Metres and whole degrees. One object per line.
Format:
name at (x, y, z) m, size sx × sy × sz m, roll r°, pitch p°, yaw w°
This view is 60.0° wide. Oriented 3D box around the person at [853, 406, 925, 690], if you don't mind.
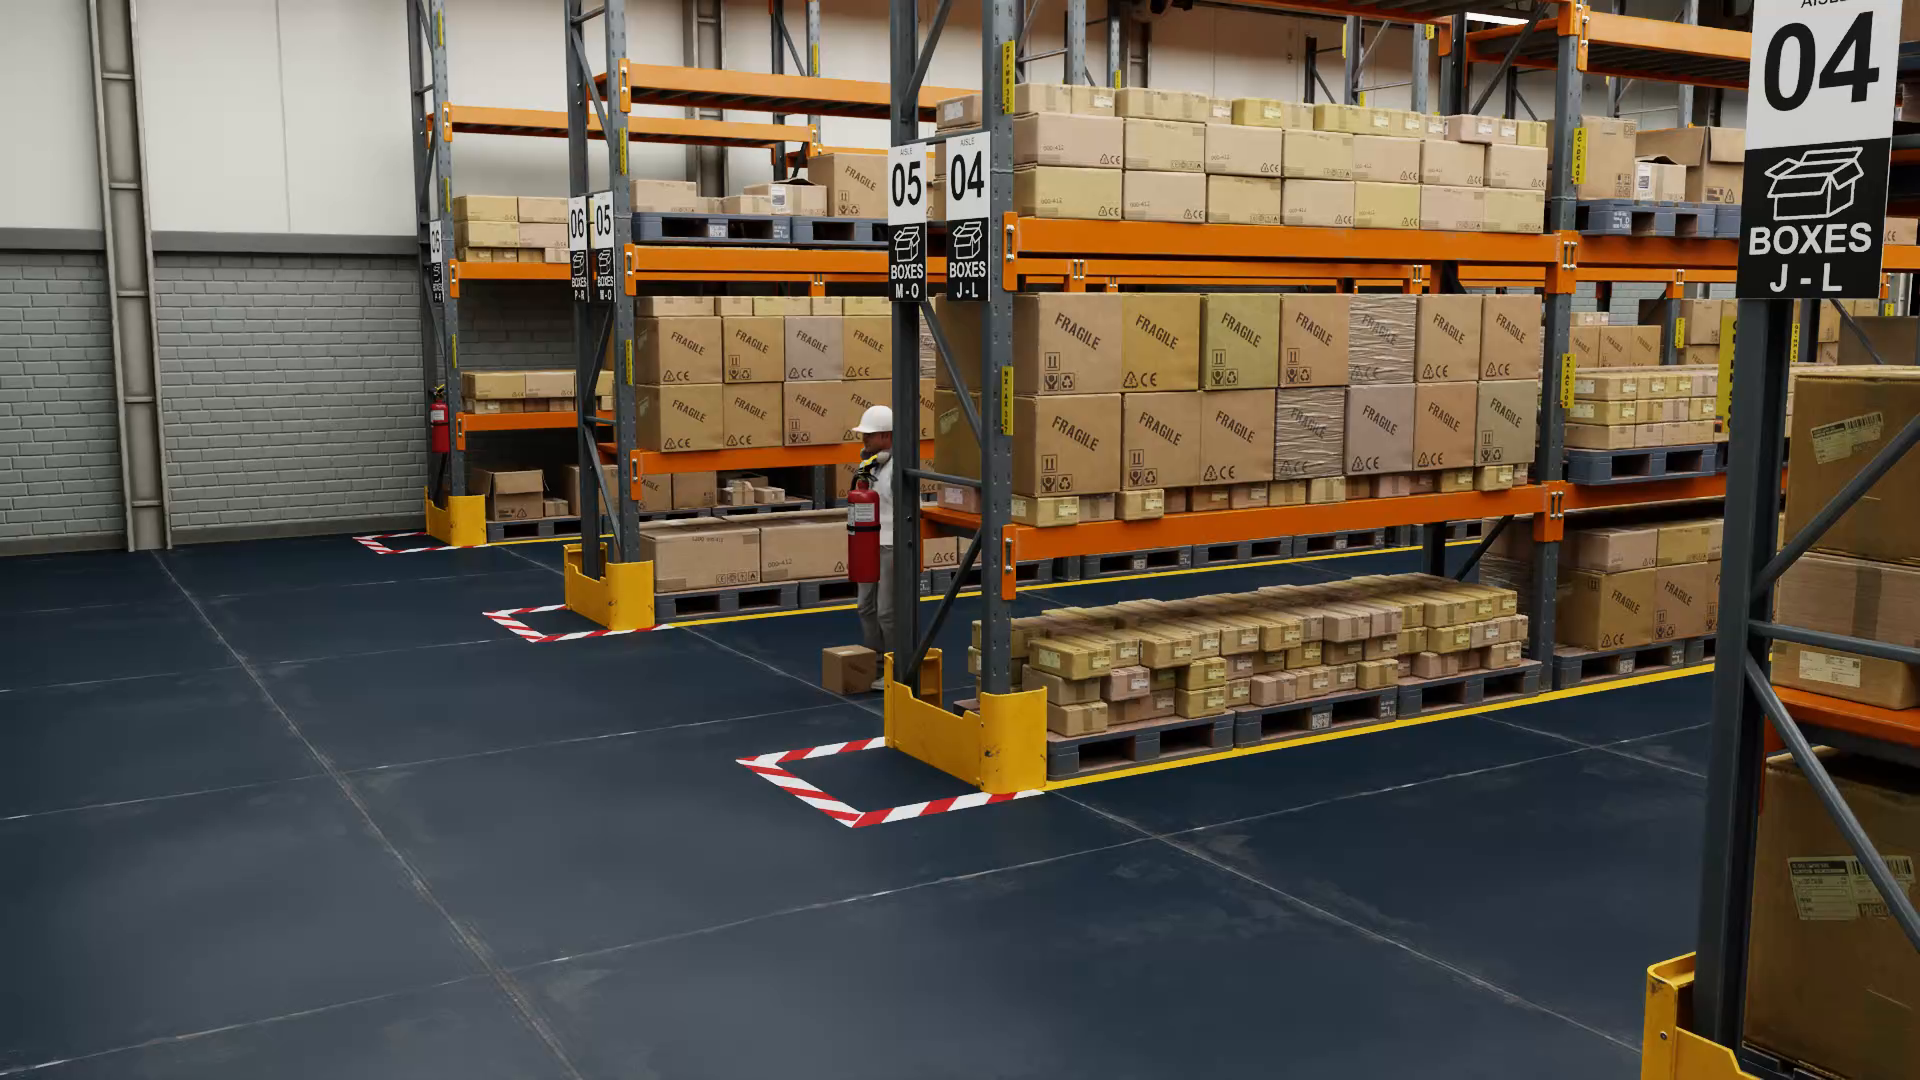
person at (-0.469, 0.040, 10.447) m, size 0.465 × 1.770 × 0.588 m, roll -6°, pitch 10°, yaw -34°
